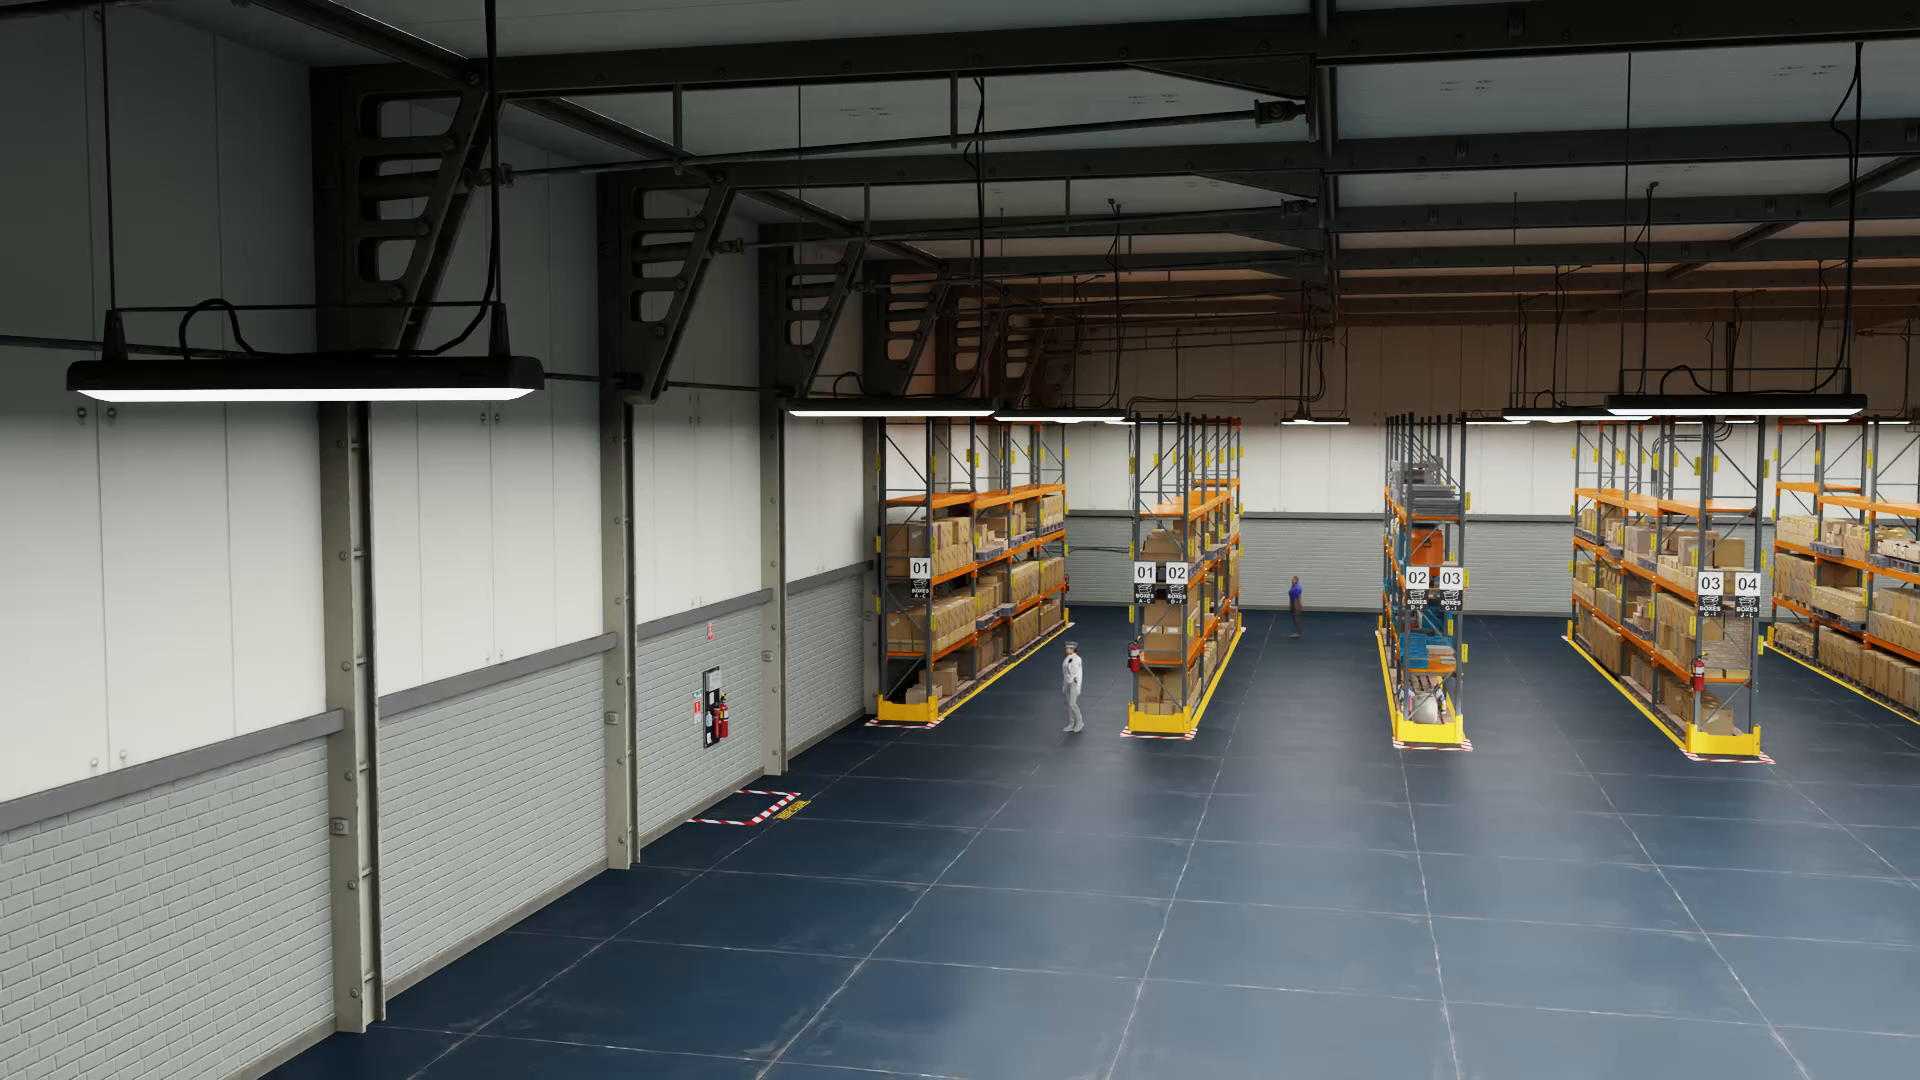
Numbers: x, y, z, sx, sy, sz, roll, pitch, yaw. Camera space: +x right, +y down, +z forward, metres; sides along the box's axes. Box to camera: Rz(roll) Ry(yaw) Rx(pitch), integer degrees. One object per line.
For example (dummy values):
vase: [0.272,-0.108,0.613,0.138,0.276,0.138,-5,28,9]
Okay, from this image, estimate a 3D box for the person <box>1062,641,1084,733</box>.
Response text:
person: [2.104,2.765,31.412,0.357,1.703,0.530,-2,4,-25]

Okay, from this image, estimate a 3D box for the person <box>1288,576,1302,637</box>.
person: [9.150,1.815,45.442,0.331,1.664,0.480,-1,4,-10]
